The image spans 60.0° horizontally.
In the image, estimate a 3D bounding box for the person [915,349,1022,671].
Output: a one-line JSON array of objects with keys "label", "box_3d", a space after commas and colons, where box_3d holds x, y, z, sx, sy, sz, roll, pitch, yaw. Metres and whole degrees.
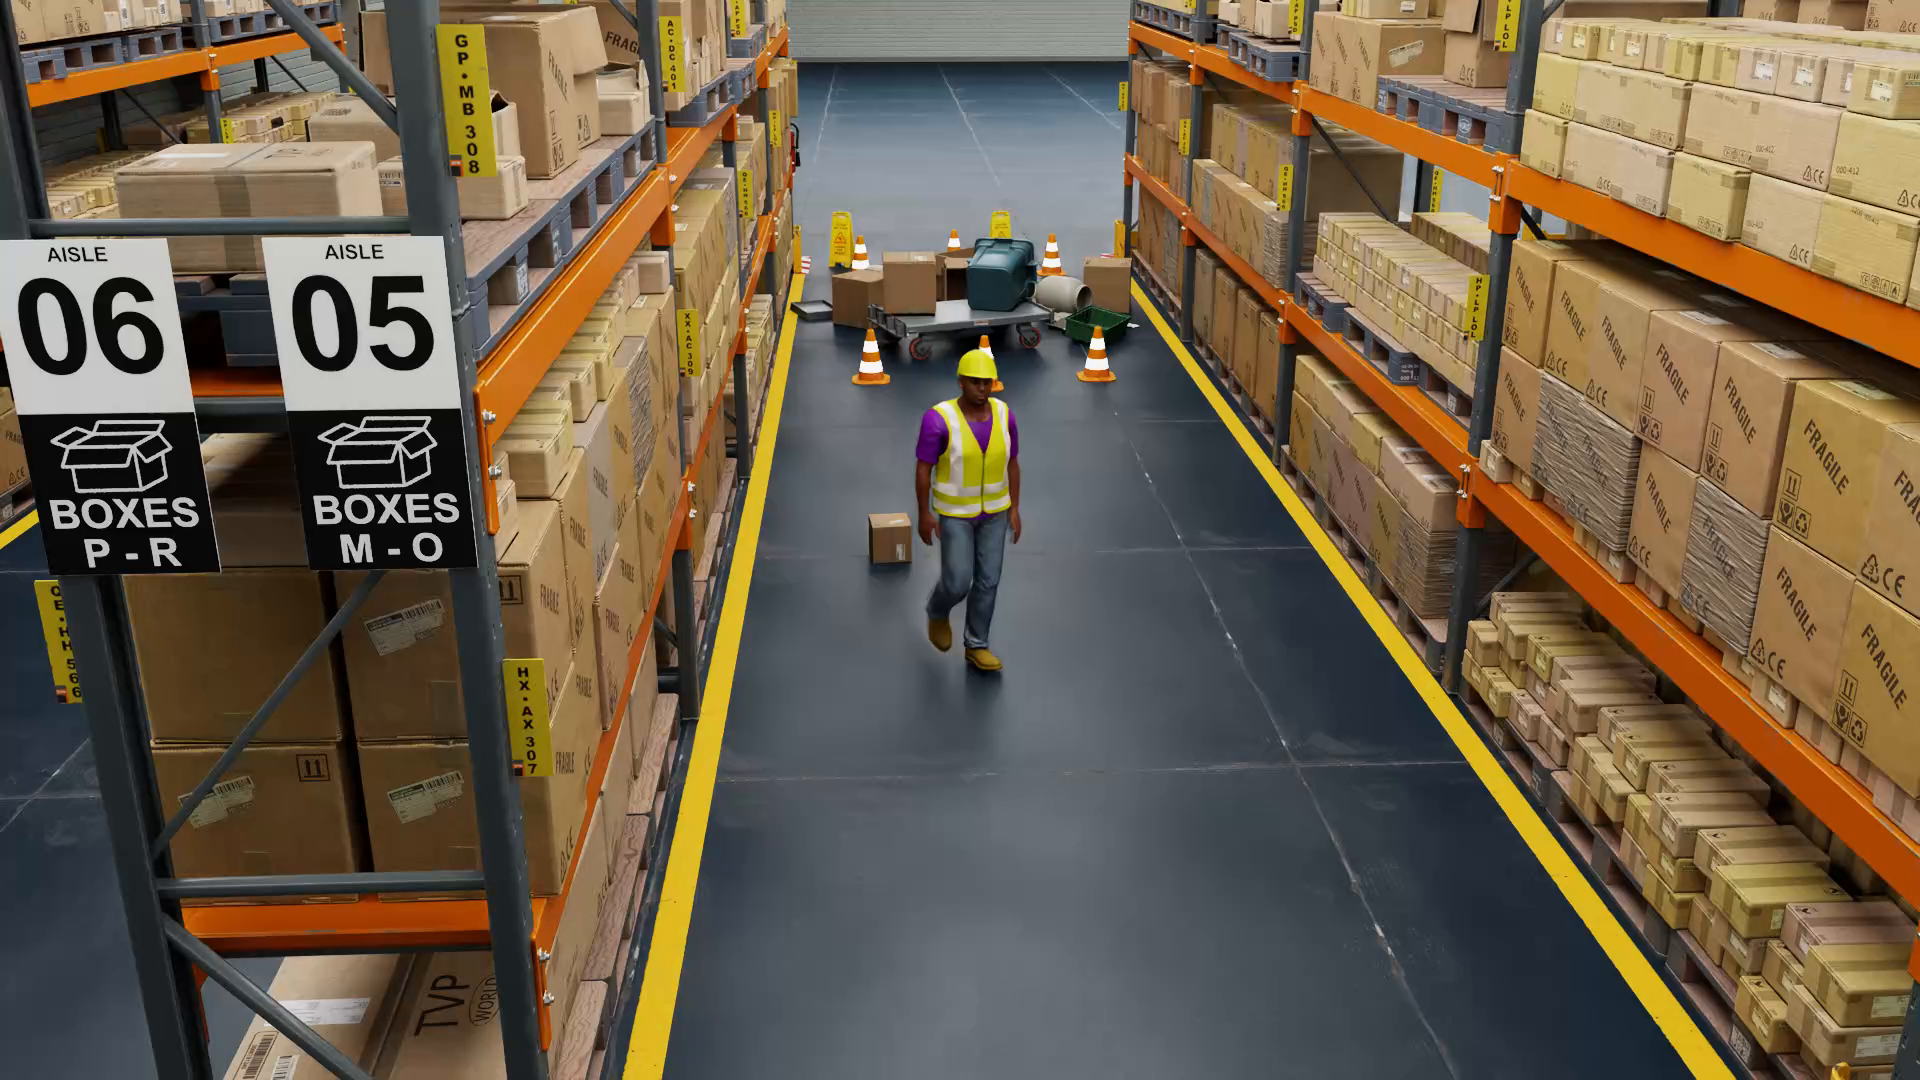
[{"label": "person", "box_3d": [0.036, -0.169, 8.928, 0.581, 1.758, 0.544, -9, 22, -22]}]
